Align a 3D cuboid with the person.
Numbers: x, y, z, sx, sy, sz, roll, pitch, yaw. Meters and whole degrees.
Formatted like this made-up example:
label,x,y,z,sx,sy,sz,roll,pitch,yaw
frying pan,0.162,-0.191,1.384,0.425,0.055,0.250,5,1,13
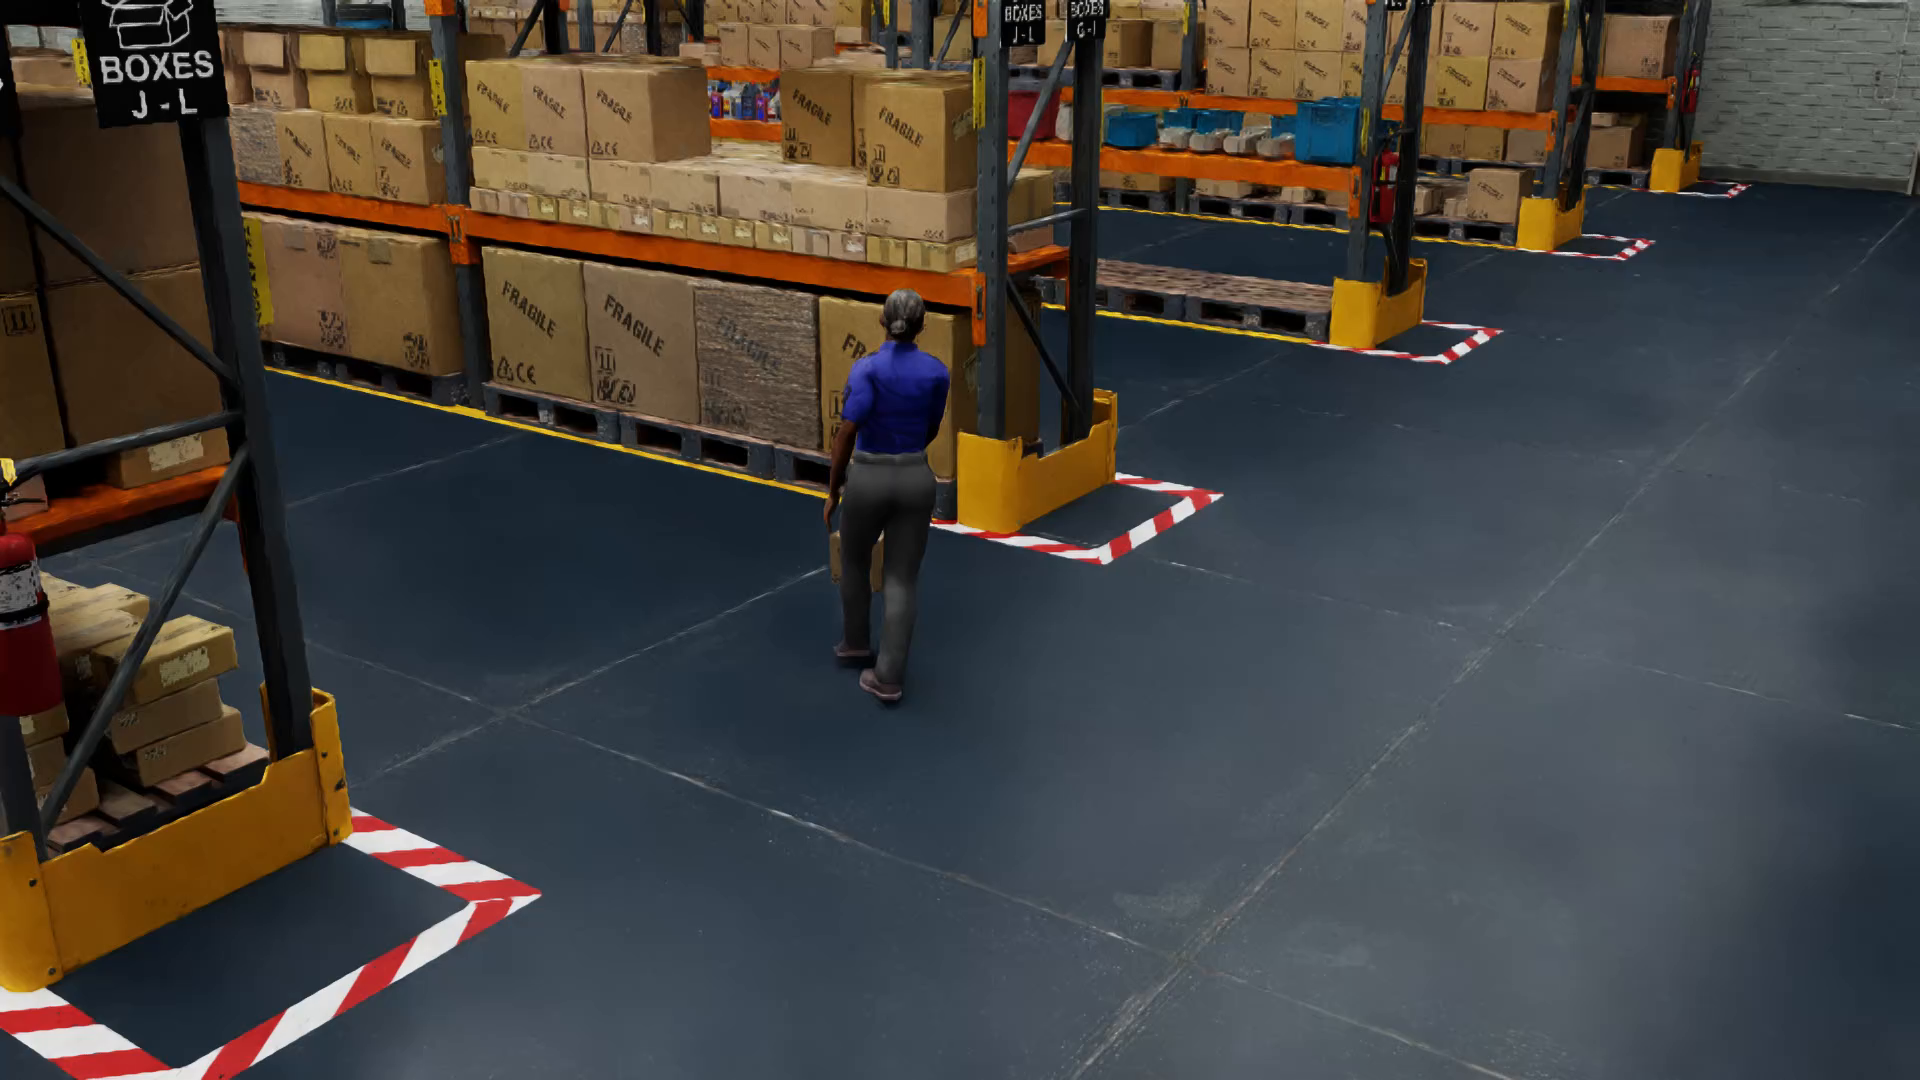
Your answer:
label,x,y,z,sx,sy,sz,roll,pitch,yaw
person,-0.310,-0.182,6.731,0.544,1.685,0.699,-5,21,-15
